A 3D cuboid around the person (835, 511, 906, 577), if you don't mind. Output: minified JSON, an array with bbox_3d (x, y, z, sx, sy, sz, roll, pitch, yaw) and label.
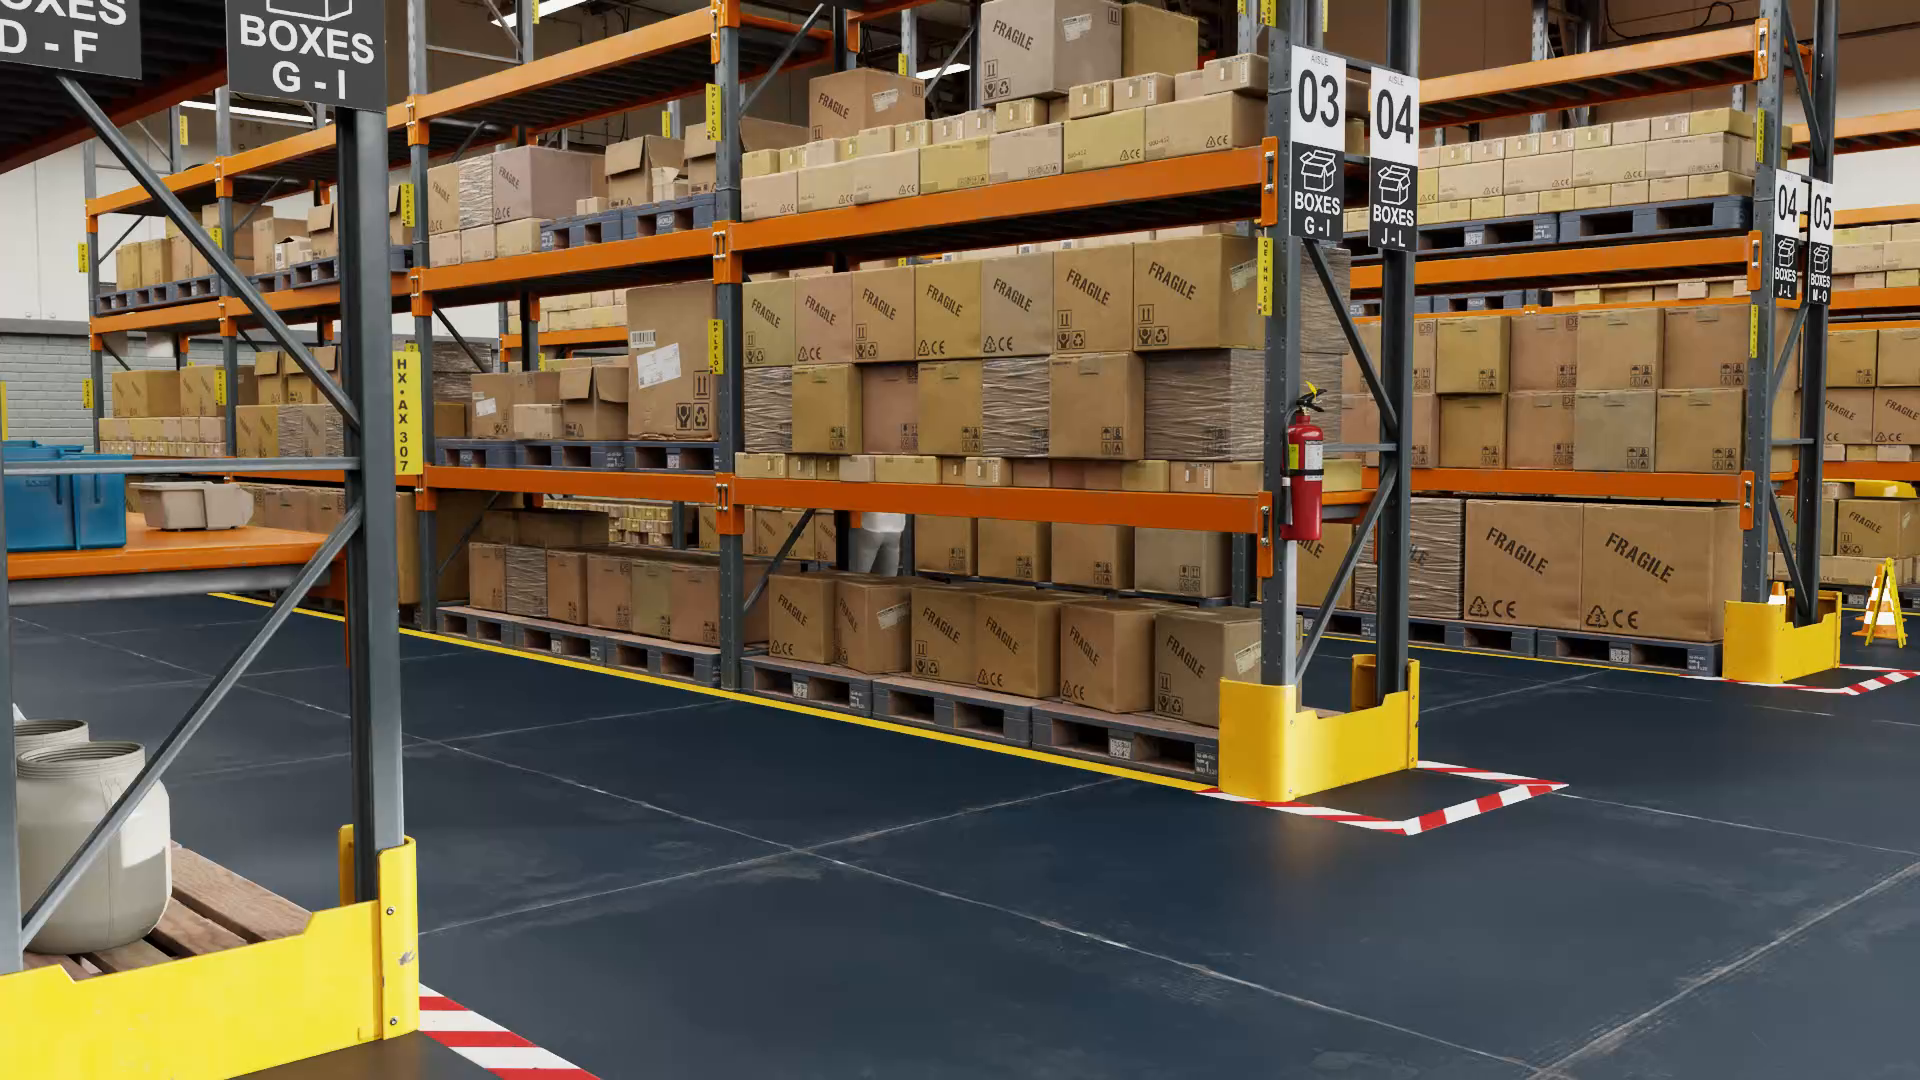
[{"bbox_3d":[-0.630,-0.084,11.954,0.584,1.748,0.433,-4,5,-44],"label":"person"}]
